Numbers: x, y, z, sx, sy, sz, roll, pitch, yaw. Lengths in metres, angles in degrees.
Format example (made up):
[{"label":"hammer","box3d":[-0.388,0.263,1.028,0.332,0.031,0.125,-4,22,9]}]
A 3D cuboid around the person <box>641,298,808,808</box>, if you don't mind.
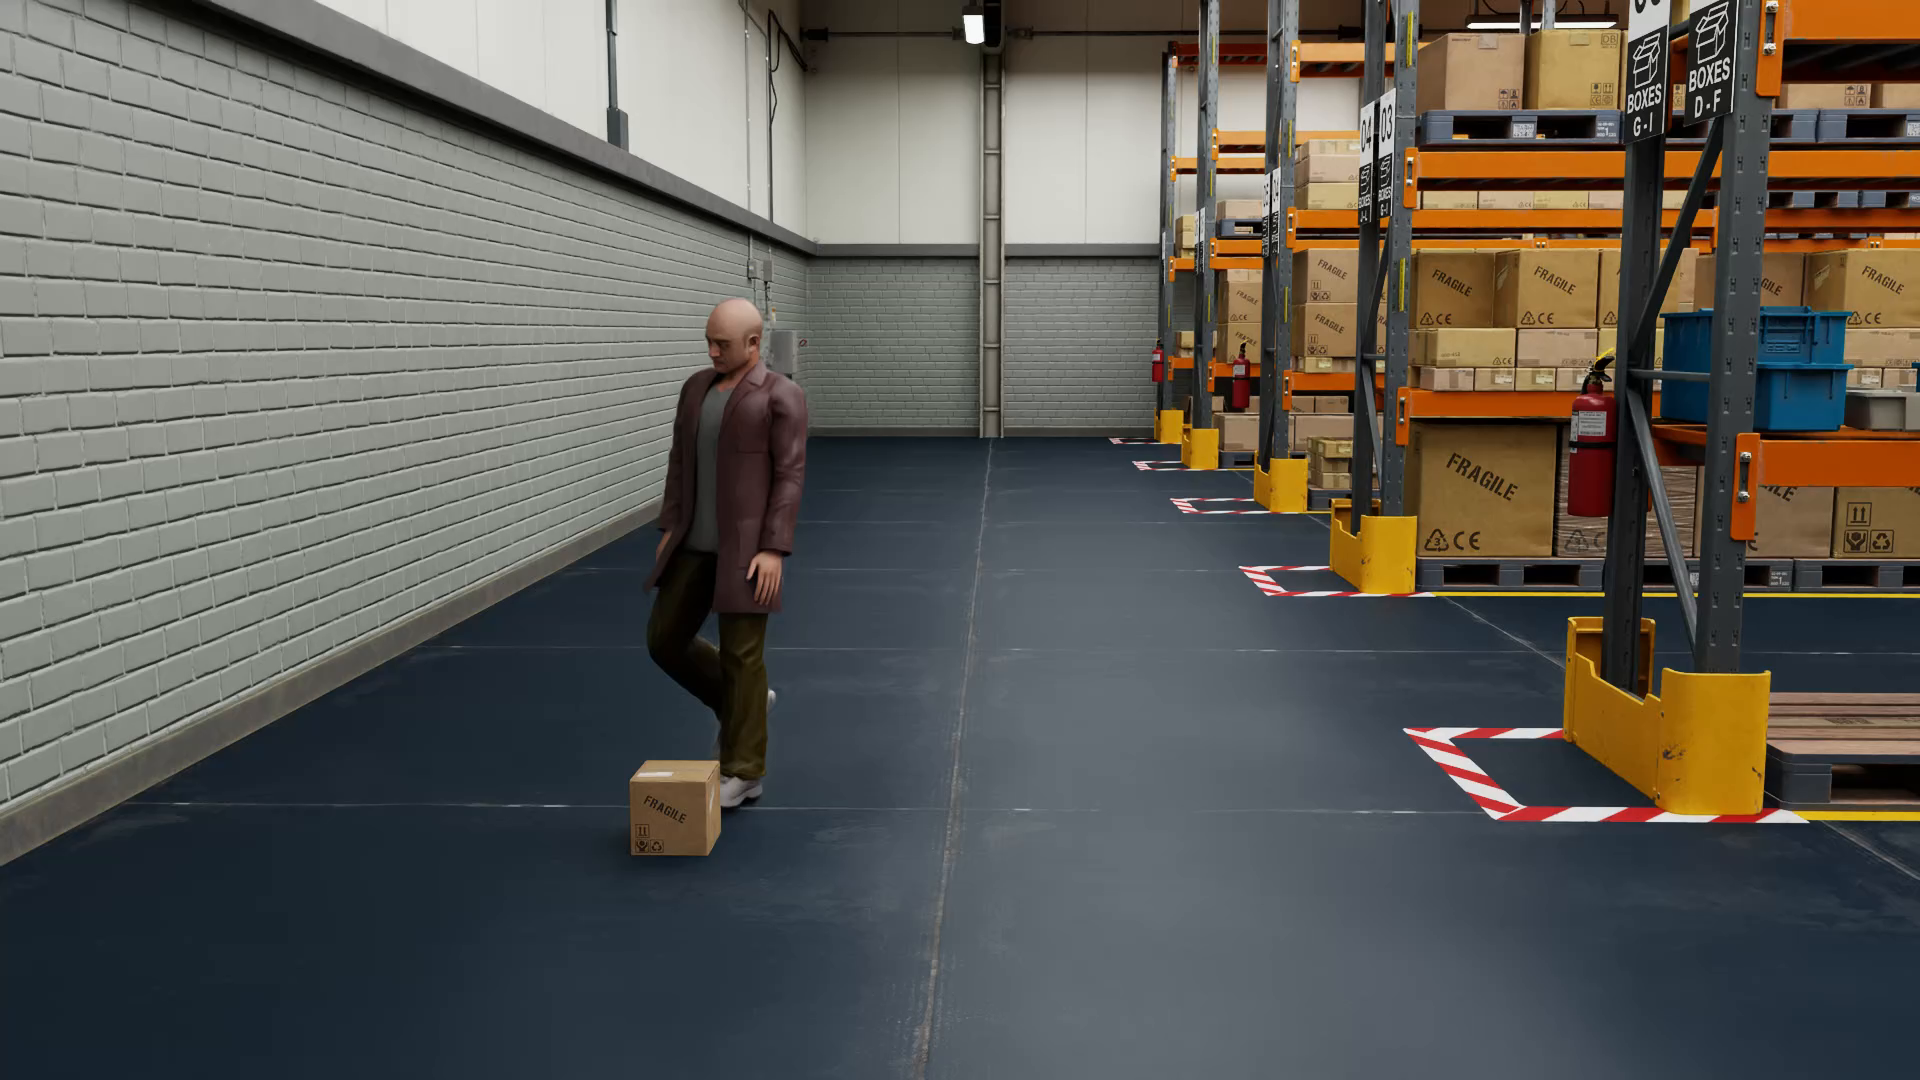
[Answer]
[{"label":"person","box3d":[-0.815,0.033,5.937,0.611,1.768,0.658,4,8,32]}]
